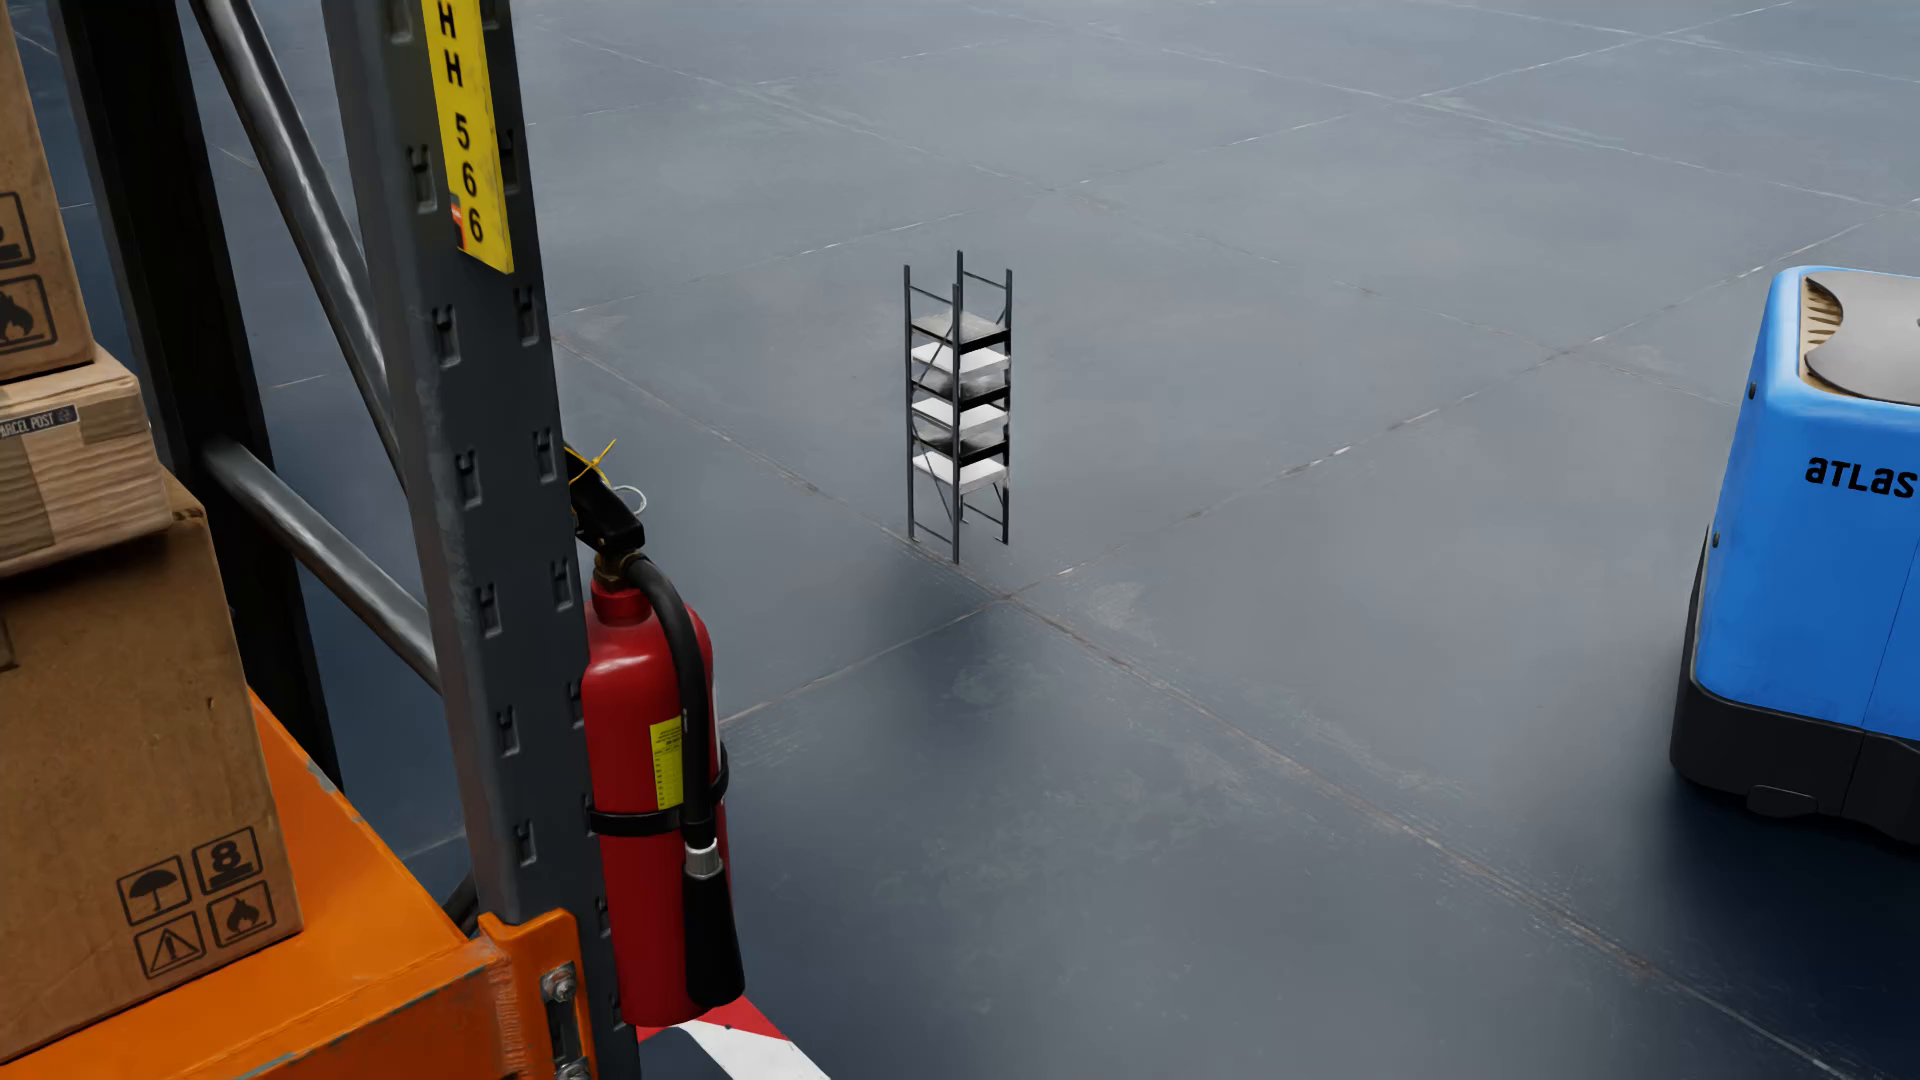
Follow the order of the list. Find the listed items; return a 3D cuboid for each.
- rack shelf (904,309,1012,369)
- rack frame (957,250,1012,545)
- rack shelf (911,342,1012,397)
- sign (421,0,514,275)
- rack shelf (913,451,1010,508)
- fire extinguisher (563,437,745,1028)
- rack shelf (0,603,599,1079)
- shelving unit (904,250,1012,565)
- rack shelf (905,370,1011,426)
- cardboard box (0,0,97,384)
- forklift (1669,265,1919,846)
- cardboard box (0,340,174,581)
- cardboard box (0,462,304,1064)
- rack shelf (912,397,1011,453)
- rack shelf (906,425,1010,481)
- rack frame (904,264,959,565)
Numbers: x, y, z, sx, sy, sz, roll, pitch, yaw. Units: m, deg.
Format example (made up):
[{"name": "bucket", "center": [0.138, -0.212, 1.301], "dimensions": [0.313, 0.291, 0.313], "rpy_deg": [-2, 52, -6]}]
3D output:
[{"name": "rack shelf", "center": [-0.006, -0.603, 4.922], "dimensions": [0.200, 0.077, 0.258], "rpy_deg": [-22, 35, -35]}, {"name": "rack frame", "center": [0.071, -0.426, 5.091], "dimensions": [0.006, 0.900, 0.240], "rpy_deg": [-22, 35, -35]}, {"name": "rack shelf", "center": [-0.006, -0.524, 4.964], "dimensions": [0.200, 0.077, 0.258], "rpy_deg": [-22, 35, -35]}, {"name": "sign", "center": [-0.390, -0.373, 1.285], "dimensions": [0.005, 0.325, 0.100], "rpy_deg": [-22, 35, -35]}, {"name": "rack shelf", "center": [-0.006, -0.206, 5.134], "dimensions": [0.200, 0.077, 0.258], "rpy_deg": [-22, 35, -35]}, {"name": "fire extinguisher", "center": [-0.340, 0.208, 1.760], "dimensions": [0.183, 0.674, 0.296], "rpy_deg": [-22, 35, -35]}, {"name": "rack shelf", "center": [-2.253, 0.973, 1.010], "dimensions": [4.000, 0.370, 1.077], "rpy_deg": [-22, 35, -35]}, {"name": "shelving unit", "center": [-0.006, -0.394, 5.033], "dimensions": [0.210, 0.900, 0.258], "rpy_deg": [-22, 35, -35]}, {"name": "rack shelf", "center": [-0.006, -0.444, 5.007], "dimensions": [0.200, 0.077, 0.258], "rpy_deg": [-22, 35, -35]}, {"name": "cardboard box", "center": [-1.135, -0.418, 1.367], "dimensions": [0.500, 0.500, 0.700], "rpy_deg": [-22, 35, -35]}, {"name": "forklift", "center": [3.304, -0.583, 3.232], "dimensions": [3.031, 2.935, 1.130], "rpy_deg": [12, 30, 21]}, {"name": "cardboard box", "center": [-0.899, -0.101, 1.463], "dimensions": [0.250, 0.149, 0.380], "rpy_deg": [-23, 35, -36]}, {"name": "cardboard box", "center": [-1.095, 0.138, 1.703], "dimensions": [0.500, 0.500, 0.700], "rpy_deg": [-22, 35, -35]}, {"name": "rack shelf", "center": [-0.006, -0.365, 5.049], "dimensions": [0.200, 0.077, 0.258], "rpy_deg": [-22, 35, -35]}, {"name": "rack shelf", "center": [-0.006, -0.286, 5.091], "dimensions": [0.200, 0.077, 0.258], "rpy_deg": [-22, 35, -35]}, {"name": "rack frame", "center": [-0.084, -0.363, 4.975], "dimensions": [0.006, 0.900, 0.240], "rpy_deg": [-22, 35, -35]}]
